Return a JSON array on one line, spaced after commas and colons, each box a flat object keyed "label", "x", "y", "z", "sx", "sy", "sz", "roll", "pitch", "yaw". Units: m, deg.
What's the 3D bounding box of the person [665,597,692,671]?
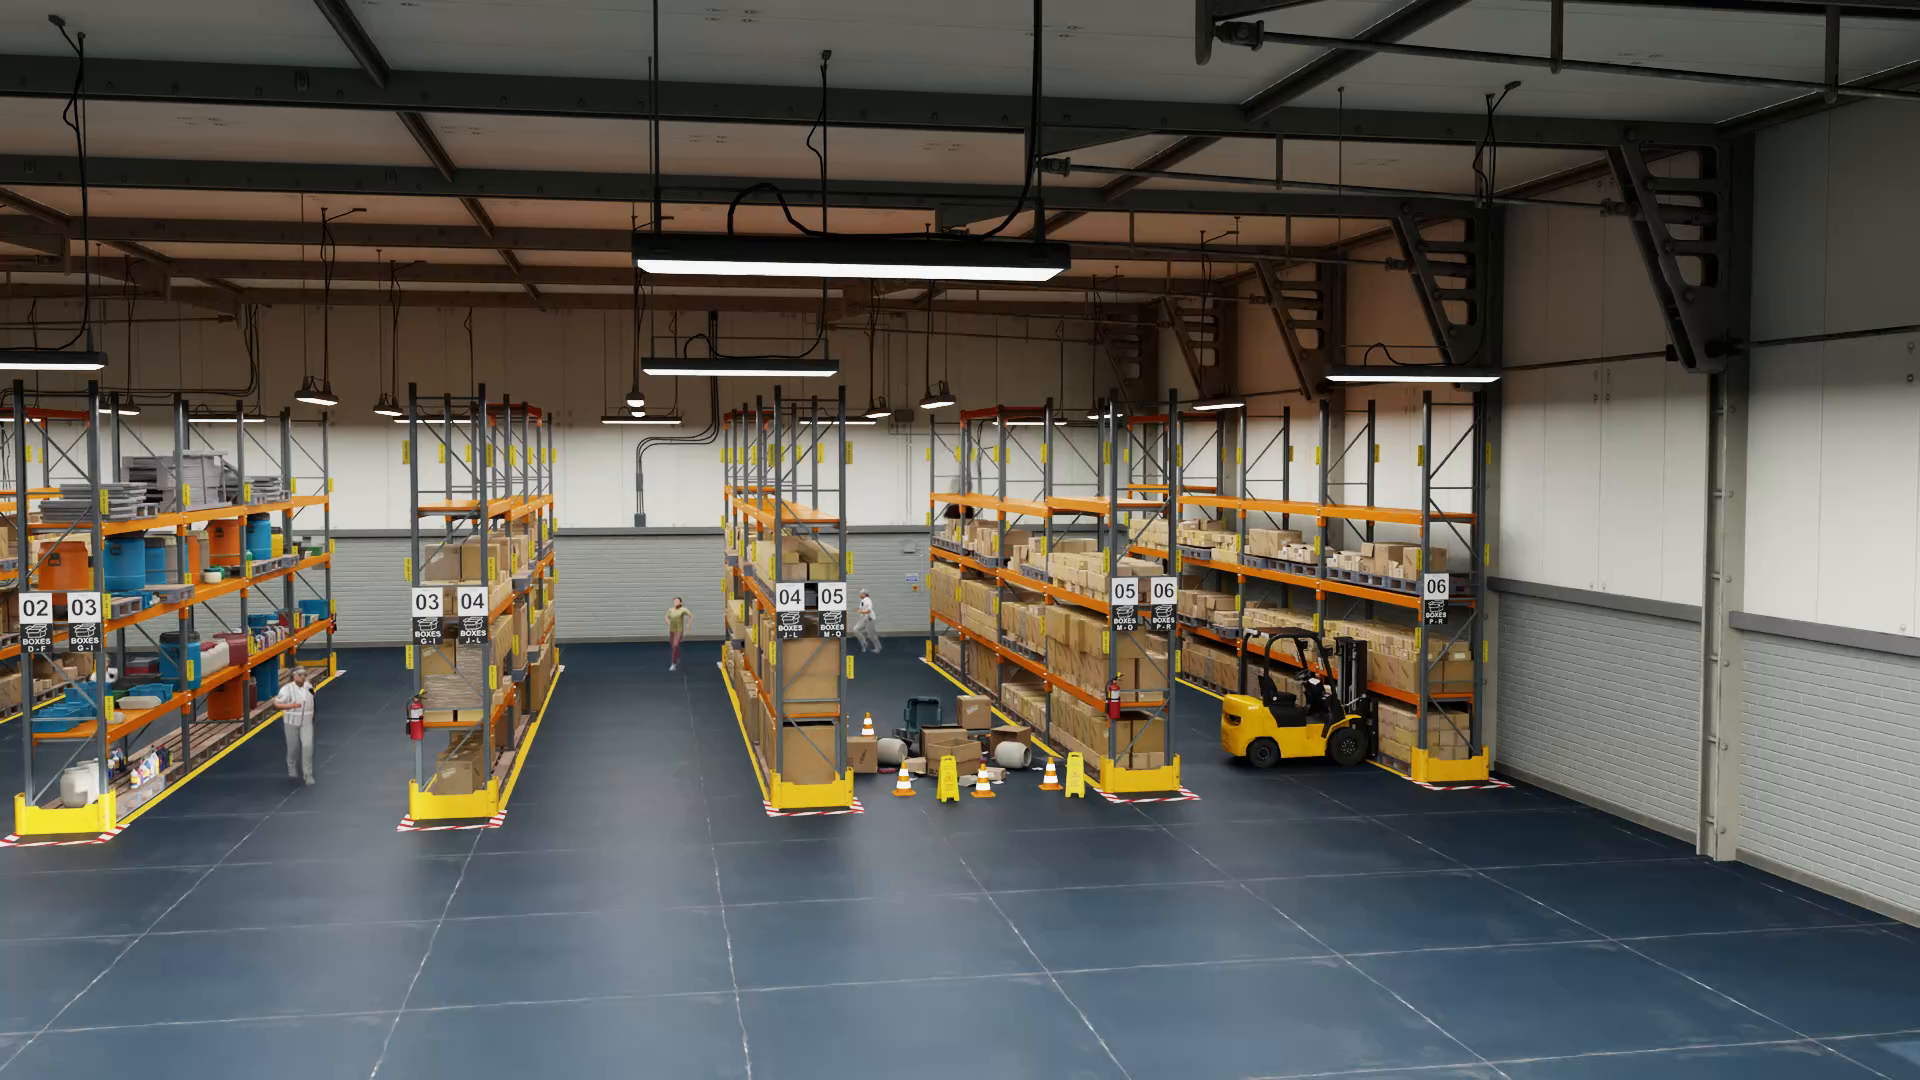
[{"label": "person", "x": -6.645, "y": 2.180, "z": 39.115, "sx": 0.603, "sy": 1.711, "sz": 0.840, "roll": 1, "pitch": 3, "yaw": 13}]

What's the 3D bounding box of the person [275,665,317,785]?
[{"label": "person", "x": -10.182, "y": 2.827, "z": 25.521, "sx": 0.635, "sy": 1.825, "sz": 0.883, "roll": -2, "pitch": 4, "yaw": -37}]

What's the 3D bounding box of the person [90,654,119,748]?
[{"label": "person", "x": -14.519, "y": 2.740, "z": 28.308, "sx": 0.592, "sy": 1.646, "sz": 0.632, "roll": -1, "pitch": 3, "yaw": -12}]

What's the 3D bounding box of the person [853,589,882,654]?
[{"label": "person", "x": -2.342, "y": 2.048, "z": 42.007, "sx": 0.776, "sy": 1.650, "sz": 0.631, "roll": -1, "pitch": 3, "yaw": -23}]
